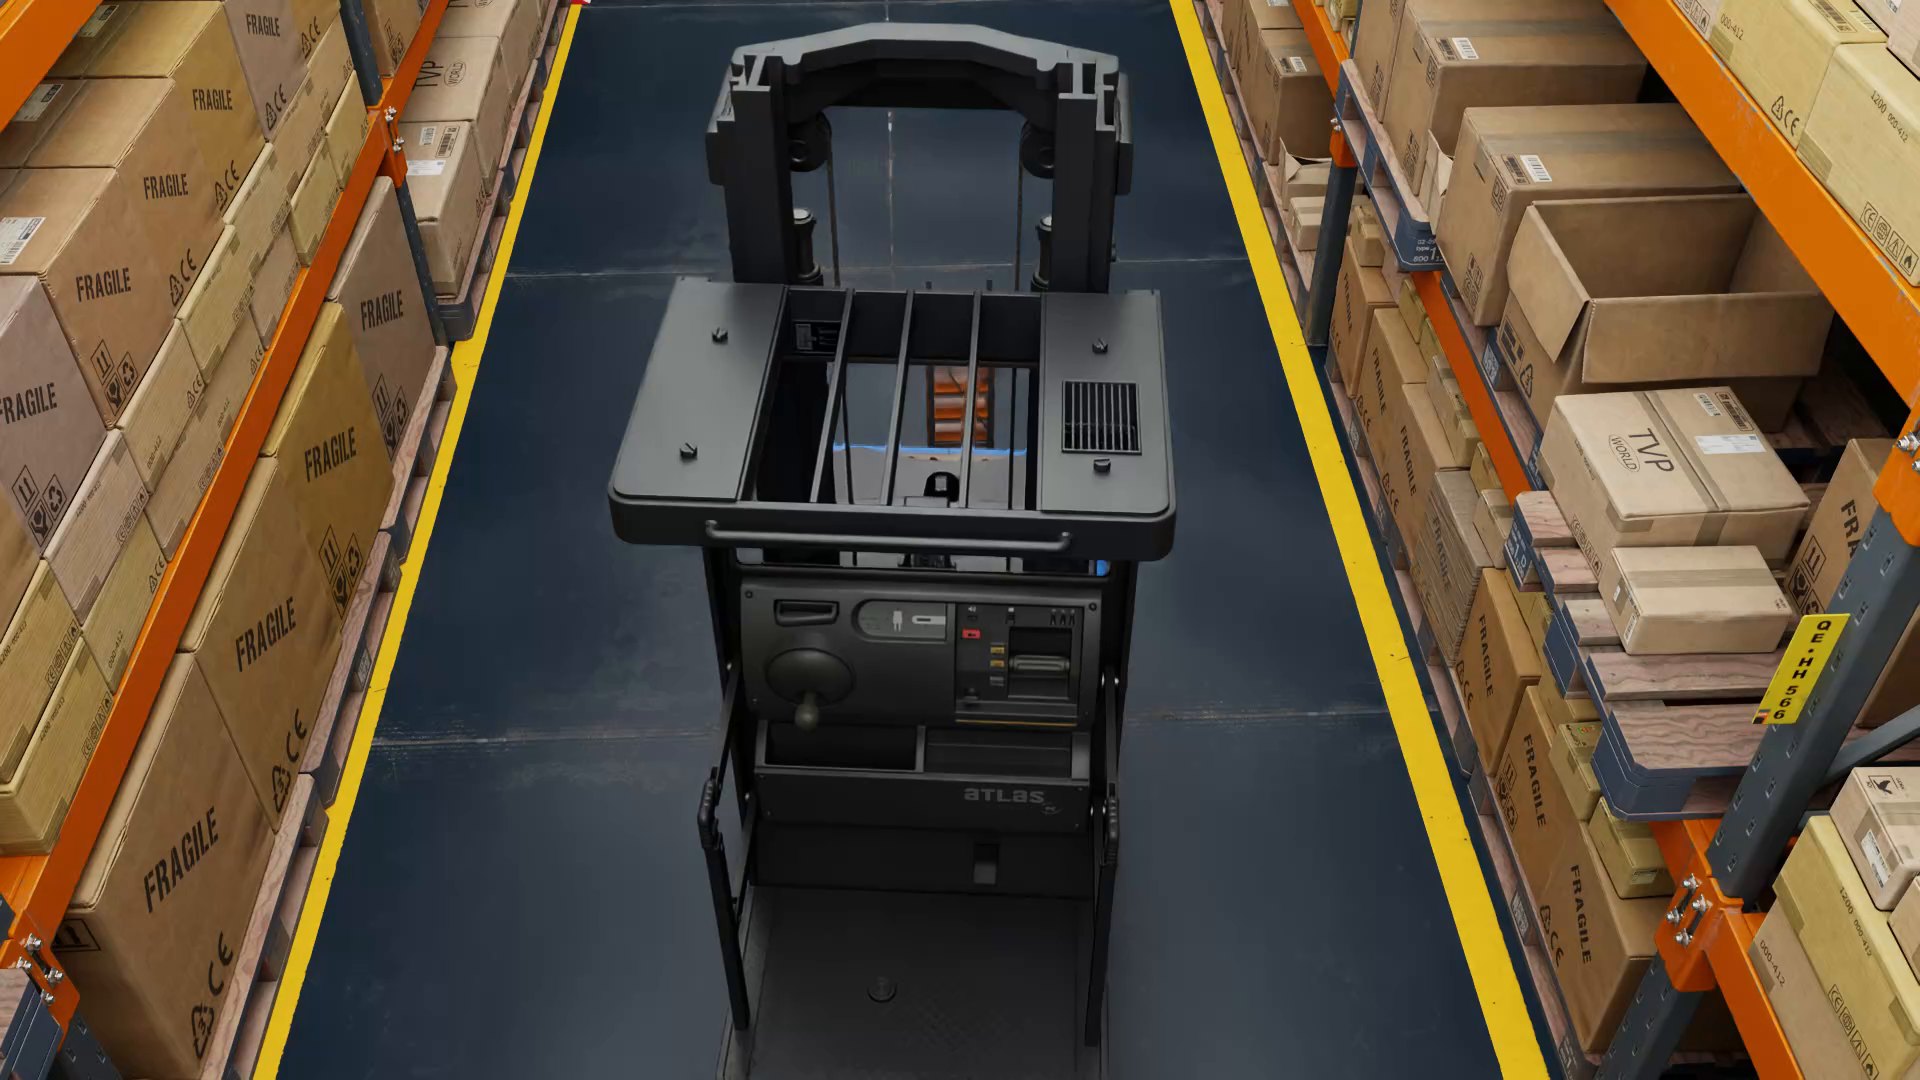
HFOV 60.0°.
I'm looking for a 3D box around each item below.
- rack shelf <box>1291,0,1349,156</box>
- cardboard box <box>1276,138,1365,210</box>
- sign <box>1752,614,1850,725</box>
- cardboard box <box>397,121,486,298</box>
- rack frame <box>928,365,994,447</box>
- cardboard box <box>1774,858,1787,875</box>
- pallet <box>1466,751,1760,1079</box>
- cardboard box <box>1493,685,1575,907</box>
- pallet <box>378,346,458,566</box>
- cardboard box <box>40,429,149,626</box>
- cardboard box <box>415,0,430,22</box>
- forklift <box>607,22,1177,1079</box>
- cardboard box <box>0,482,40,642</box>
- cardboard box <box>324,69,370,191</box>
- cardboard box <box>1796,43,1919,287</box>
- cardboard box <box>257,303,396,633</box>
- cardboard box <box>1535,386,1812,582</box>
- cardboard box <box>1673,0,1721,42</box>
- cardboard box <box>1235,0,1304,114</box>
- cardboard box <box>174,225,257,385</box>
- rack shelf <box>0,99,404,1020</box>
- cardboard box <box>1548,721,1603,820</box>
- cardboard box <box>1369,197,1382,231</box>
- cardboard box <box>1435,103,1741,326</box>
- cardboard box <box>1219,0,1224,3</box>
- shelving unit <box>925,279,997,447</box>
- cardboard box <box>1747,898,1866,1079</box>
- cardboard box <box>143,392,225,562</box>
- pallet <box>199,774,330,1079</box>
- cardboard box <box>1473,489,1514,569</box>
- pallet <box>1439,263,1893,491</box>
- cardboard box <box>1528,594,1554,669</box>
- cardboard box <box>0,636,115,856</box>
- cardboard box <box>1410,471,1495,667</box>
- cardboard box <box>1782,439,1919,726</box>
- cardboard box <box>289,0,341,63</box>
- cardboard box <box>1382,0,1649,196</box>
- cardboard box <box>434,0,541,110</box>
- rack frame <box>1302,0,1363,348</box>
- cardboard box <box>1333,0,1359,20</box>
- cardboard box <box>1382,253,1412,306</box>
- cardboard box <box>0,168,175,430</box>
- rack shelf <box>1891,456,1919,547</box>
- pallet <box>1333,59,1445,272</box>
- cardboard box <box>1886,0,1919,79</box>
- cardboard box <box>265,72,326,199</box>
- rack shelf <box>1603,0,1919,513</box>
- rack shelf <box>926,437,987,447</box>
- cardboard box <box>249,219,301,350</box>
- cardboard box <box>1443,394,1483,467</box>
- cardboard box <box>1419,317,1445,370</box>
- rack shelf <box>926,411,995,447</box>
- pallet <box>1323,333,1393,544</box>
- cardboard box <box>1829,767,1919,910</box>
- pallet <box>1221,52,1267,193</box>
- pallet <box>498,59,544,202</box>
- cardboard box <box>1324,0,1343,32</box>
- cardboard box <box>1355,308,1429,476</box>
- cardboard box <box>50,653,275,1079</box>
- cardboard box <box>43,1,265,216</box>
[{"bbox_3d":[2.025,-3.139,8.487,1.077,0.370,4.000,-2,43,-2],"label":"rack shelf"},{"bbox_3d":[1.777,-1.810,8.217,0.396,0.266,0.258,0,43,0],"label":"cardboard box"},{"bbox_3d":[1.738,0.270,3.437,0.100,0.325,0.005,-2,43,-2],"label":"sign"},{"bbox_3d":[-2.769,-1.547,7.803,0.875,0.438,0.875,-2,43,-2],"label":"cardboard box"},{"bbox_3d":[0.005,-0.371,6.267,0.240,1.200,0.006,-2,43,-2],"label":"rack frame"},{"bbox_3d":[2.542,1.120,4.847,0.500,0.500,0.500,0,43,0],"label":"cardboard box"},{"bbox_3d":[2.286,1.169,5.319,1.003,0.211,1.213,-2,43,-2],"label":"pallet"},{"bbox_3d":[2.036,0.795,5.202,0.500,0.500,0.500,-2,43,-2],"label":"cardboard box"},{"bbox_3d":[-2.741,-0.363,6.989,1.003,0.211,1.213,-2,43,-2],"label":"pallet"},{"bbox_3d":[-2.475,-0.036,4.310,0.500,0.250,0.500,-1,43,-1],"label":"cardboard box"},{"bbox_3d":[-2.625,-2.610,7.304,0.500,0.500,0.500,-1,43,-2],"label":"cardboard box"},{"bbox_3d":[-0.111,0.392,4.153,1.130,2.935,3.031,2,43,2],"label":"forklift"},{"bbox_3d":[-2.456,0.046,3.666,0.500,0.500,0.500,-3,43,-3],"label":"cardboard box"},{"bbox_3d":[-2.579,-1.558,6.341,0.500,0.250,0.500,-3,43,-3],"label":"cardboard box"},{"bbox_3d":[2.015,-0.744,3.233,0.500,0.250,0.500,-3,43,-3],"label":"cardboard box"},{"bbox_3d":[-2.697,-0.255,6.070,0.875,0.875,0.875,-1,43,-1],"label":"cardboard box"},{"bbox_3d":[1.911,-0.156,4.501,0.500,0.250,0.500,-3,43,-4],"label":"cardboard box"},{"bbox_3d":[1.972,-1.421,3.971,0.500,0.250,0.500,-2,43,-2],"label":"cardboard box"},{"bbox_3d":[1.791,-2.634,8.943,0.500,0.500,0.500,-1,43,-1],"label":"cardboard box"},{"bbox_3d":[-2.492,-0.716,5.052,0.500,0.250,0.500,-1,43,-1],"label":"cardboard box"},{"bbox_3d":[-2.765,-0.294,5.383,1.077,0.370,4.000,-2,43,-2],"label":"rack shelf"},{"bbox_3d":[1.963,0.664,4.865,0.380,0.149,0.250,-4,43,-4],"label":"cardboard box"},{"bbox_3d":[1.920,-1.388,6.884,0.380,0.149,0.250,-2,43,-3],"label":"cardboard box"},{"bbox_3d":[1.962,-1.034,5.273,0.700,0.500,0.500,-2,43,-2],"label":"cardboard box"},{"bbox_3d":[1.871,-3.574,9.965,0.797,0.503,0.637,-3,43,-3],"label":"cardboard box"},{"bbox_3d":[0.001,-0.433,6.334,0.258,1.200,0.189,-2,43,-2],"label":"shelving unit"},{"bbox_3d":[2.054,1.008,3.541,0.500,0.250,0.500,-1,43,-2],"label":"cardboard box"},{"bbox_3d":[-2.505,-0.192,4.850,0.500,0.250,0.500,0,43,0],"label":"cardboard box"},{"bbox_3d":[-2.638,1.285,5.192,1.003,0.211,1.213,-2,43,-2],"label":"pallet"},{"bbox_3d":[1.977,-0.048,5.642,0.380,0.149,0.250,-4,43,-4],"label":"cardboard box"},{"bbox_3d":[2.192,-0.596,5.322,1.003,0.211,1.213,-2,43,-2],"label":"pallet"},{"bbox_3d":[2.030,0.306,5.256,0.380,0.149,0.250,0,43,-1],"label":"cardboard box"},{"bbox_3d":[-2.449,0.509,4.086,0.500,0.250,0.500,-2,43,-3],"label":"cardboard box"},{"bbox_3d":[1.970,0.092,5.969,0.500,0.500,0.500,-3,43,-3],"label":"cardboard box"},{"bbox_3d":[2.414,0.102,4.034,0.500,0.500,0.500,0,43,0],"label":"cardboard box"},{"bbox_3d":[-2.580,-2.020,5.920,0.500,0.500,0.500,0,43,0],"label":"cardboard box"},{"bbox_3d":[1.929,-1.563,5.851,0.700,0.500,0.500,-1,43,-1],"label":"cardboard box"},{"bbox_3d":[-2.844,-2.760,9.126,0.875,0.438,0.875,-1,43,-1],"label":"cardboard box"},{"bbox_3d":[2.110,-2.054,6.771,1.000,3.000,0.127,-2,43,-2],"label":"rack frame"},{"bbox_3d":[1.844,-2.445,7.089,0.500,0.250,0.500,-1,43,-1],"label":"cardboard box"},{"bbox_3d":[1.948,-1.092,6.781,0.380,0.149,0.250,-3,43,-3],"label":"cardboard box"},{"bbox_3d":[-2.493,-0.639,4.413,0.500,0.500,0.500,-1,43,-1],"label":"cardboard box"},{"bbox_3d":[2.364,1.156,1.582,1.077,0.370,4.000,-2,43,-2],"label":"rack shelf"},{"bbox_3d":[2.034,-1.441,6.244,1.003,0.211,1.213,-2,43,-2],"label":"pallet"},{"bbox_3d":[2.032,-0.959,3.173,0.380,0.149,0.250,-3,43,-3],"label":"cardboard box"},{"bbox_3d":[-2.559,-1.410,5.810,0.500,0.250,0.500,-1,43,-1],"label":"cardboard box"},{"bbox_3d":[2.195,-1.545,4.528,1.077,0.370,4.000,-2,43,-2],"label":"rack shelf"},{"bbox_3d":[0.001,-0.311,6.445,0.258,0.103,0.180,-2,43,-2],"label":"rack shelf"},{"bbox_3d":[-2.556,-0.873,5.594,0.500,0.250,0.500,-3,43,-3],"label":"cardboard box"},{"bbox_3d":[1.977,-0.397,6.023,0.380,0.149,0.250,0,43,0],"label":"cardboard box"},{"bbox_3d":[1.996,-0.735,6.391,0.380,0.149,0.250,-2,43,-3],"label":"cardboard box"},{"bbox_3d":[0.001,-0.400,6.364,0.258,0.103,0.180,-2,43,-2],"label":"rack shelf"},{"bbox_3d":[2.182,-0.478,7.116,1.003,0.211,1.213,-2,43,-2],"label":"pallet"},{"bbox_3d":[1.999,0.594,3.328,0.380,0.149,0.250,0,43,-1],"label":"cardboard box"},{"bbox_3d":[2.027,-2.316,9.120,1.003,0.211,1.213,-2,43,-2],"label":"pallet"},{"bbox_3d":[-2.858,-2.223,9.019,1.003,0.211,1.213,-2,43,-2],"label":"pallet"},{"bbox_3d":[1.811,-2.345,7.274,0.380,0.149,0.250,-1,43,-1],"label":"cardboard box"},{"bbox_3d":[1.938,-0.595,6.719,0.500,0.500,0.500,-2,43,-2],"label":"cardboard box"},{"bbox_3d":[-2.626,0.951,4.754,0.875,0.875,0.875,-2,43,-2],"label":"cardboard box"},{"bbox_3d":[-2.548,-1.328,5.165,0.500,0.500,0.500,0,43,0],"label":"cardboard box"}]
